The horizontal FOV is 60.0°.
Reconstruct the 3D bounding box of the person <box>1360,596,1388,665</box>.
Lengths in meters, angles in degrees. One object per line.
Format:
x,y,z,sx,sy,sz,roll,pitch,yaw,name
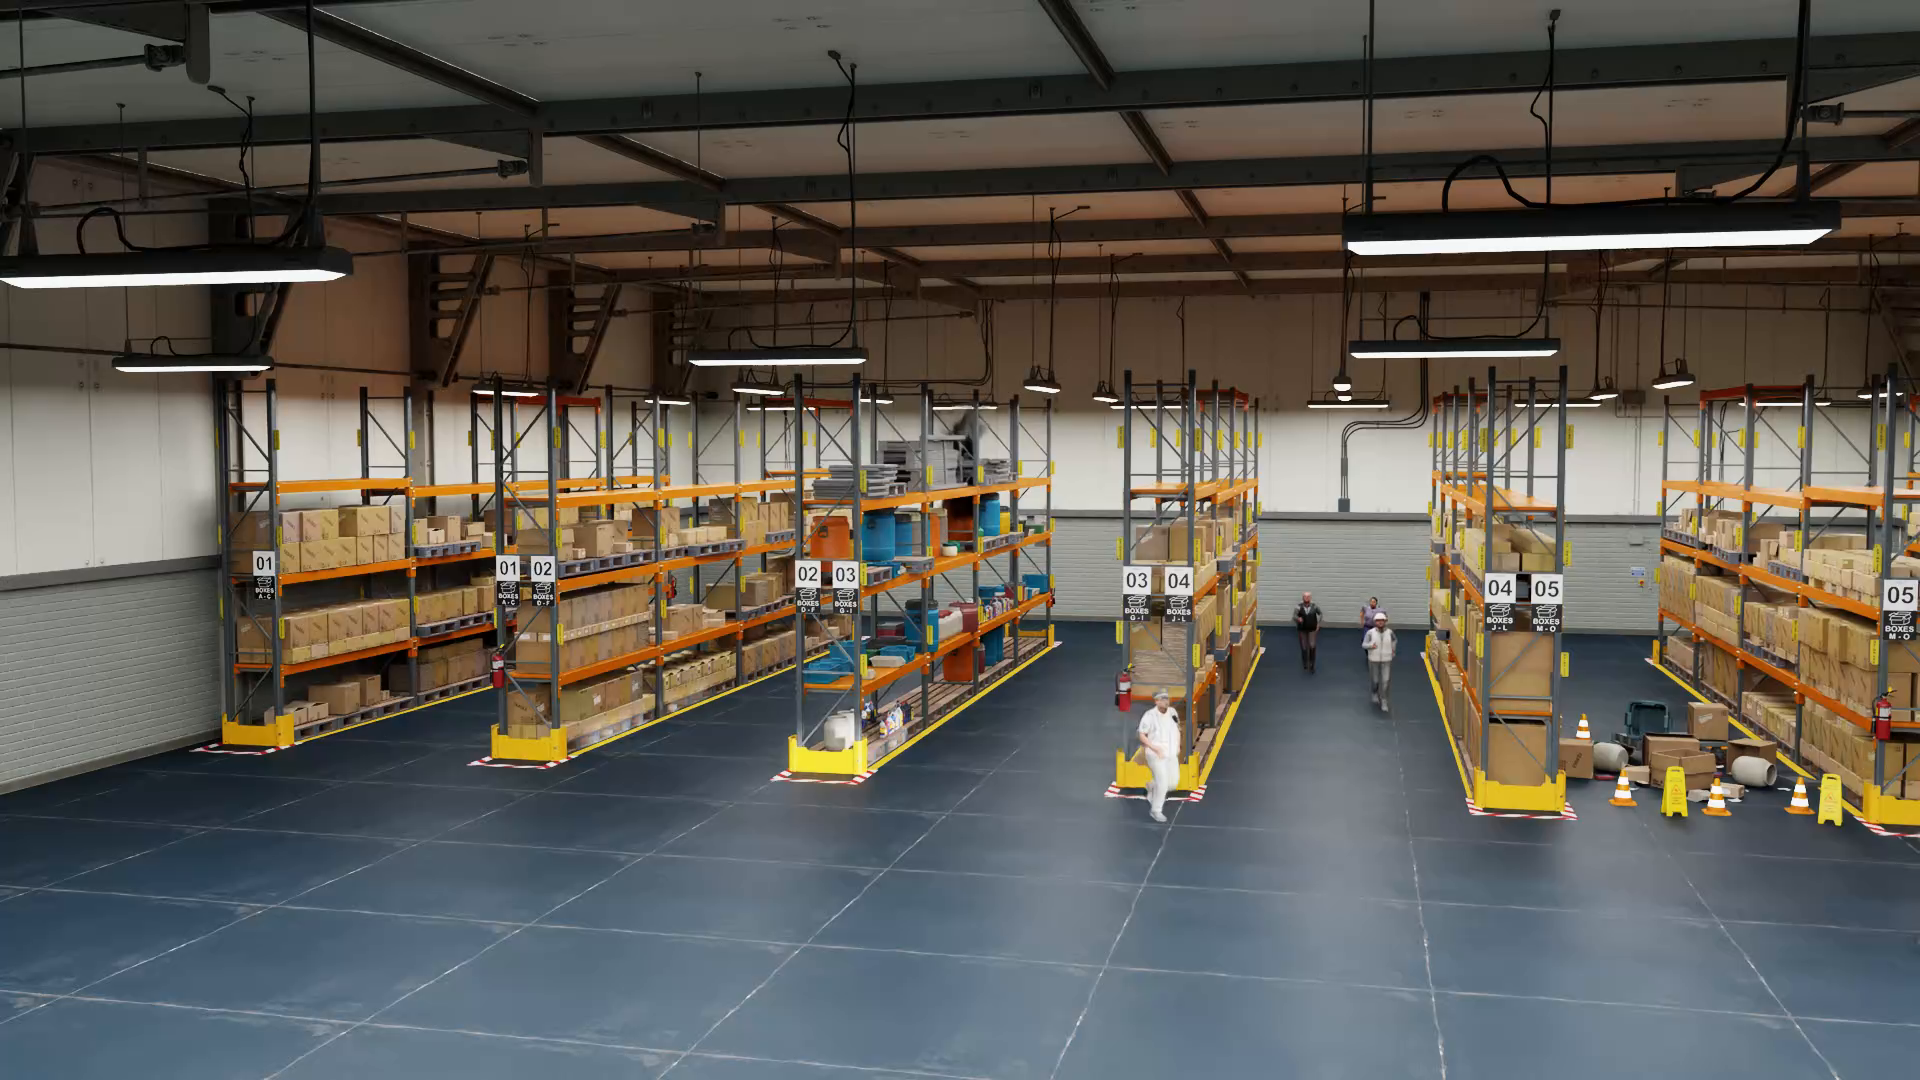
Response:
9.287,2.030,37.242,0.633,1.594,0.862,2,4,24,person

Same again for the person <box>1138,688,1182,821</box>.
2.651,2.820,22.038,0.681,1.765,0.680,-2,4,-28,person

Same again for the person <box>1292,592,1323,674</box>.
7.474,2.007,35.803,0.635,1.770,0.756,1,4,15,person

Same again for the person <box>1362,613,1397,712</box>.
7.799,2.238,30.884,0.657,1.776,0.950,1,3,9,person
